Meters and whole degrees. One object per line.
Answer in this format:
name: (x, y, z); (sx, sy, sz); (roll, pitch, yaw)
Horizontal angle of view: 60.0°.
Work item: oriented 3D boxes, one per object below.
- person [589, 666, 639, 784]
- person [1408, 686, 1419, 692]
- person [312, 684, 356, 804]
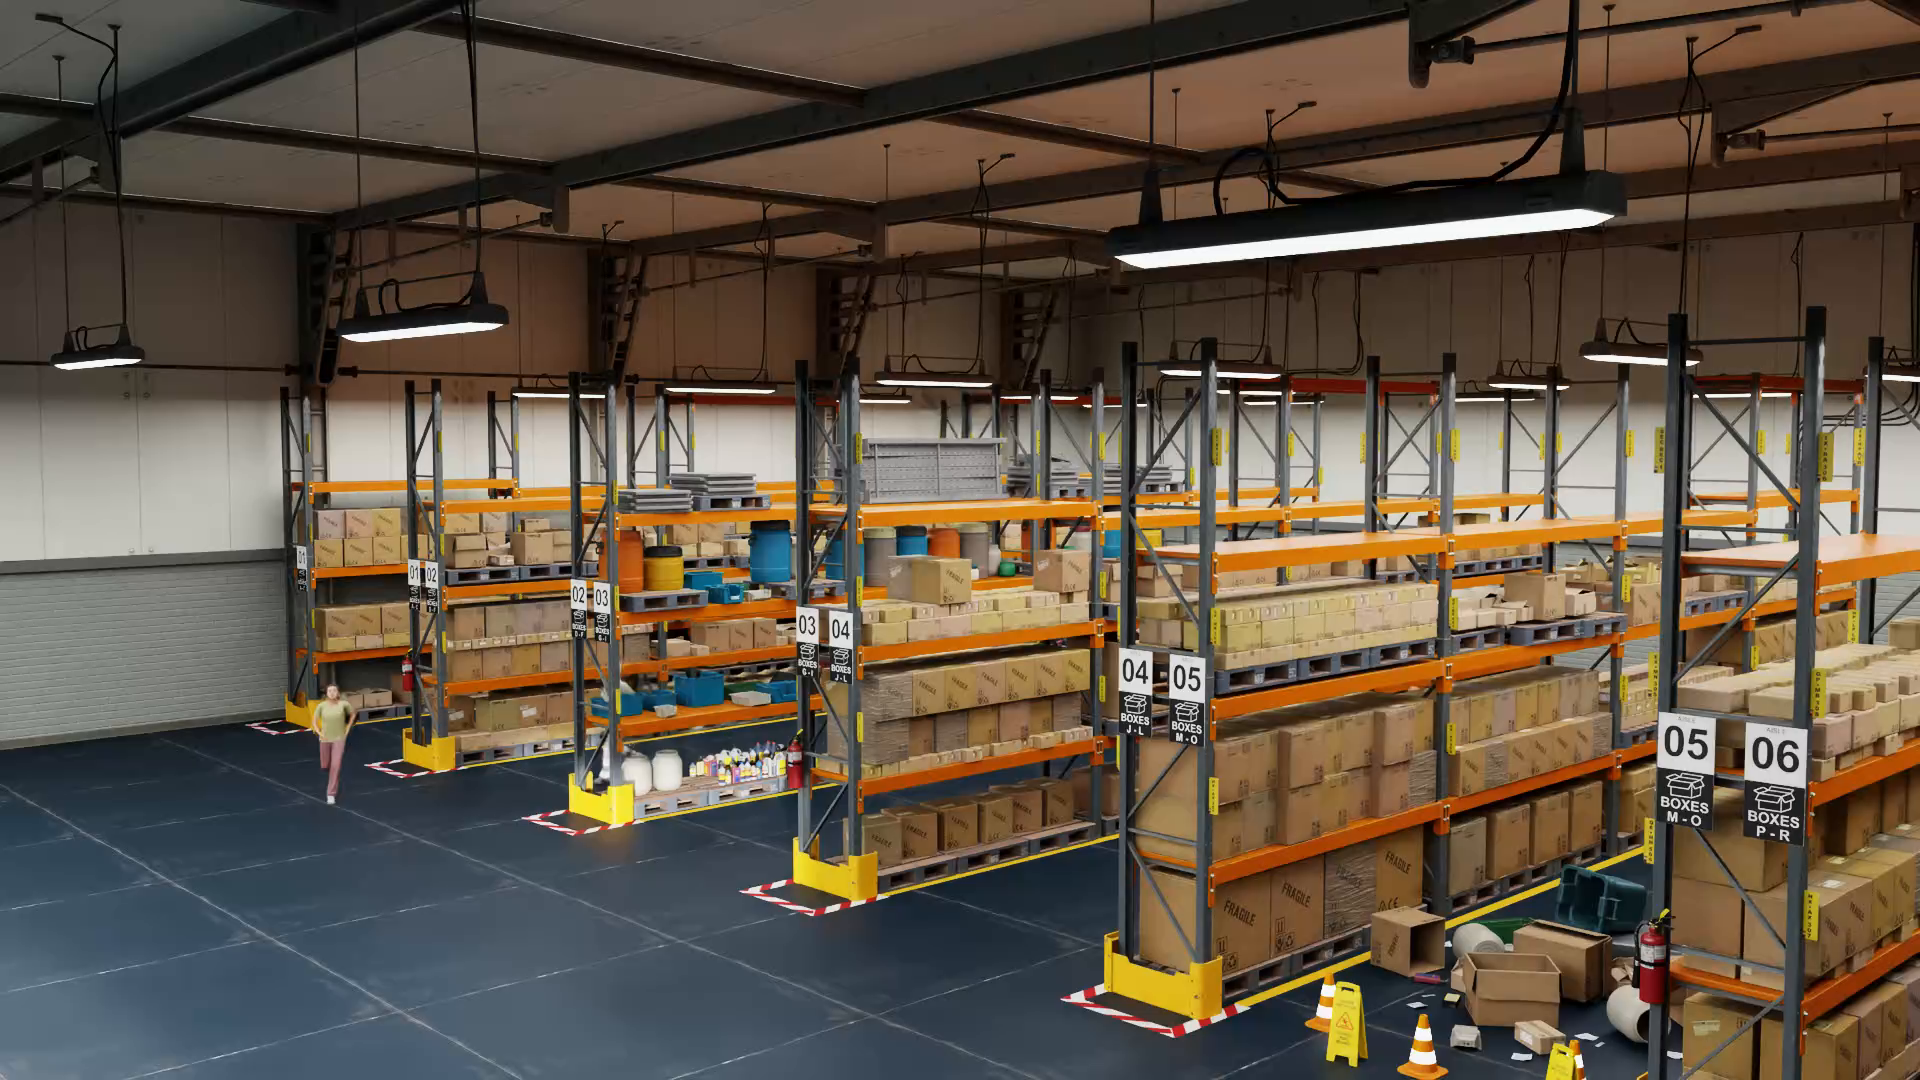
person: (-5.096, 2.685, 24.628); (0.908, 1.770, 0.668); (-3, 5, -42)
person: (6.233, 2.864, 22.708); (0.622, 1.752, 1.083); (3, 5, 39)
person: (-8.911, 2.857, 23.649); (0.559, 1.652, 1.008); (-1, 4, -9)
